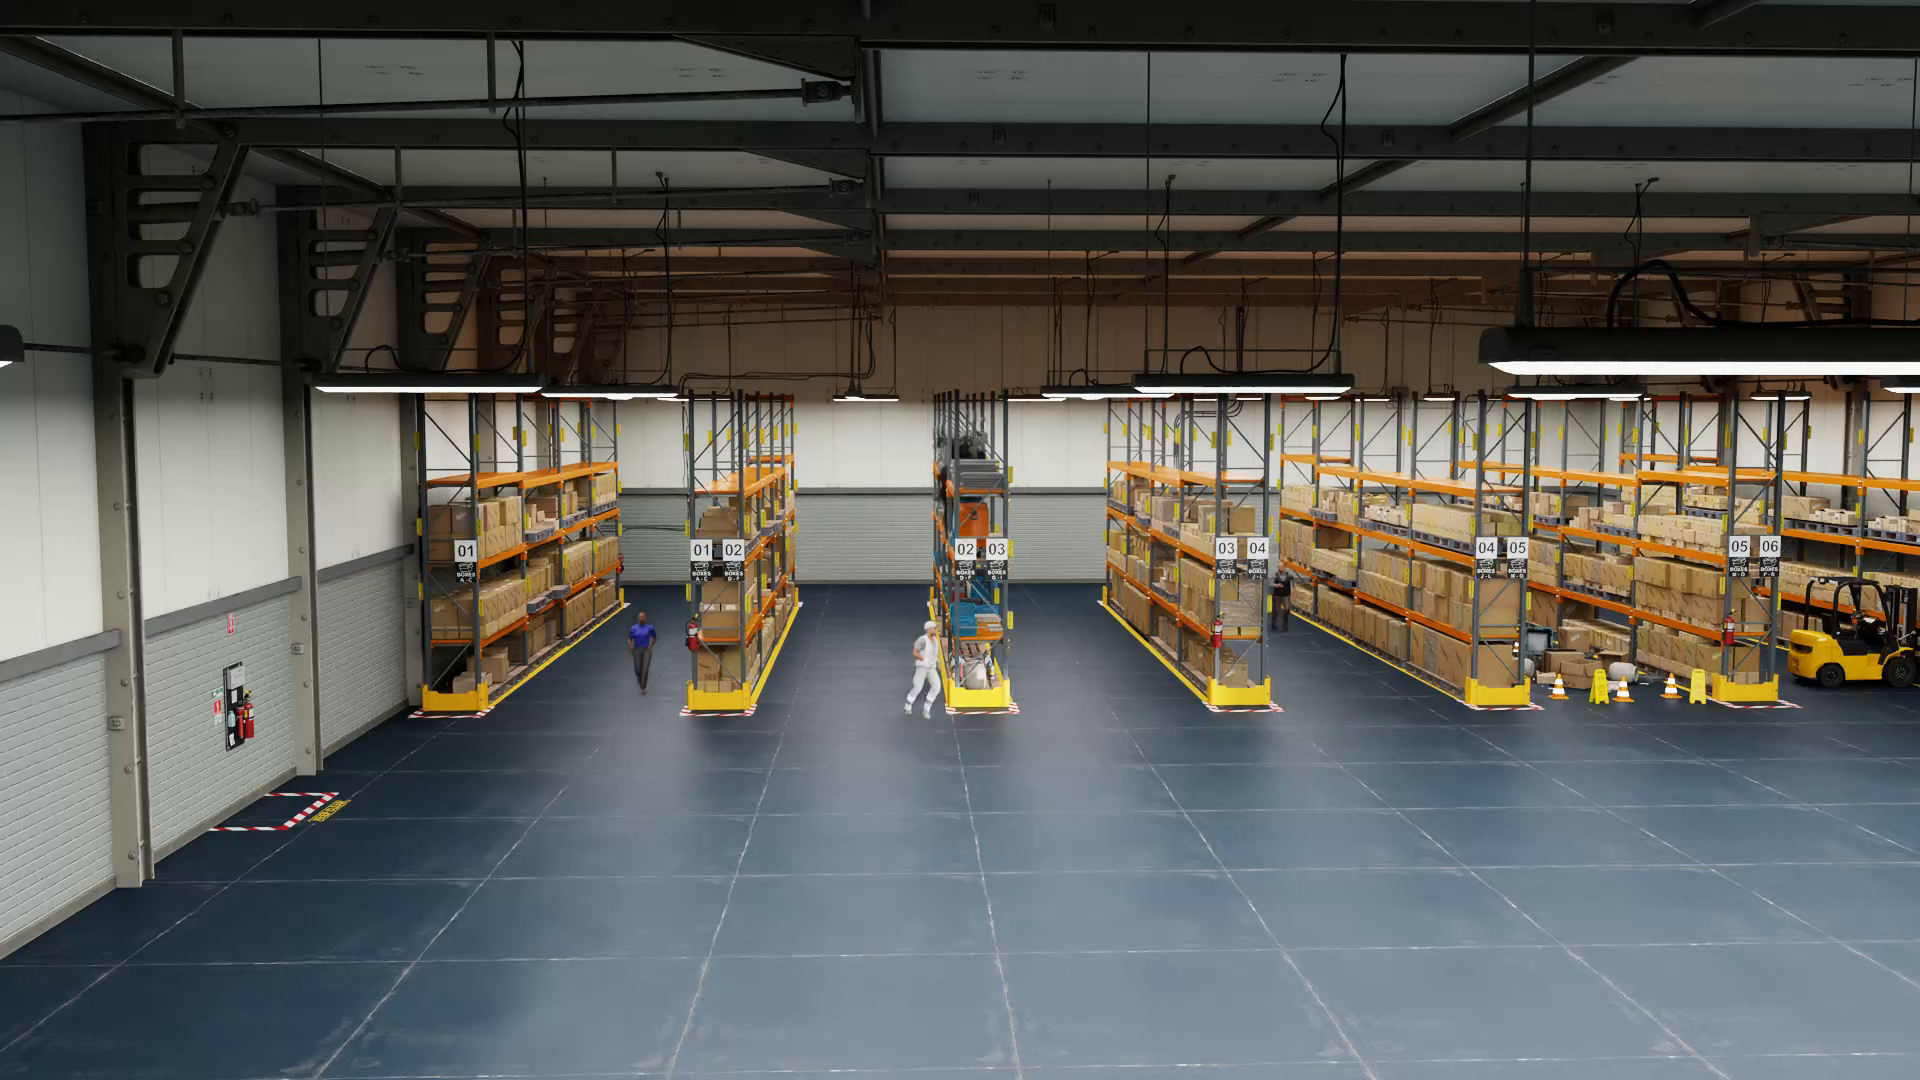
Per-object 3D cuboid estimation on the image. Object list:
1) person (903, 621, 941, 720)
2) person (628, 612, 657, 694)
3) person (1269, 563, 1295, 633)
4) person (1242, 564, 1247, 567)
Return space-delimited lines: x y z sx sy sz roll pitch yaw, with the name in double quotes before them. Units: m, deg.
"person" -0.610 2.374 30.483 0.766 1.792 0.682 -4 6 -44
"person" -6.306 2.233 33.052 0.575 1.615 0.589 -1 5 -8
"person" 8.118 1.448 41.960 0.666 1.767 0.898 0 5 3
"person" 7.868 1.068 47.420 0.681 1.602 0.535 2 5 19
